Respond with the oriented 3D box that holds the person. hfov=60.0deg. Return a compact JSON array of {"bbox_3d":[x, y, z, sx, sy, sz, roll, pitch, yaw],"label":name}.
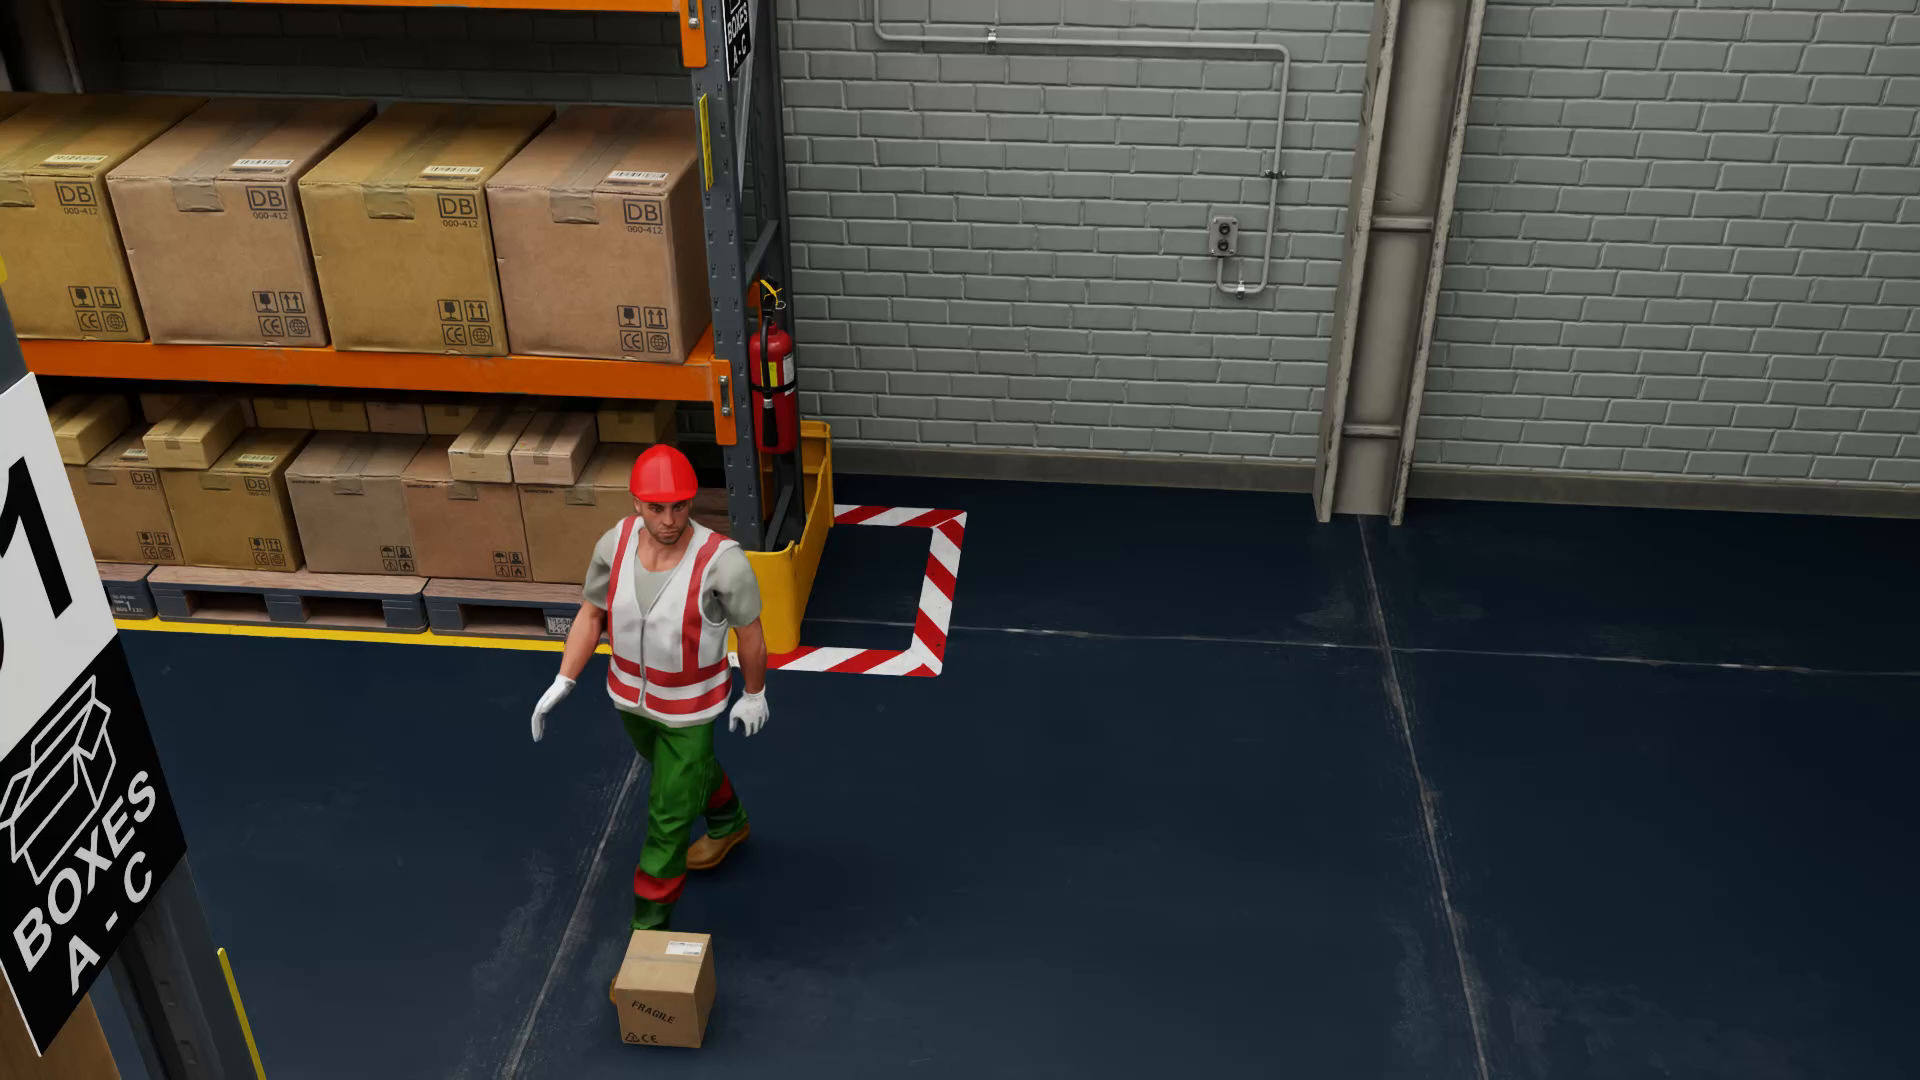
[{"bbox_3d":[-0.976,0.544,5.229,0.585,1.745,0.939,14,34,21],"label":"person"}]
